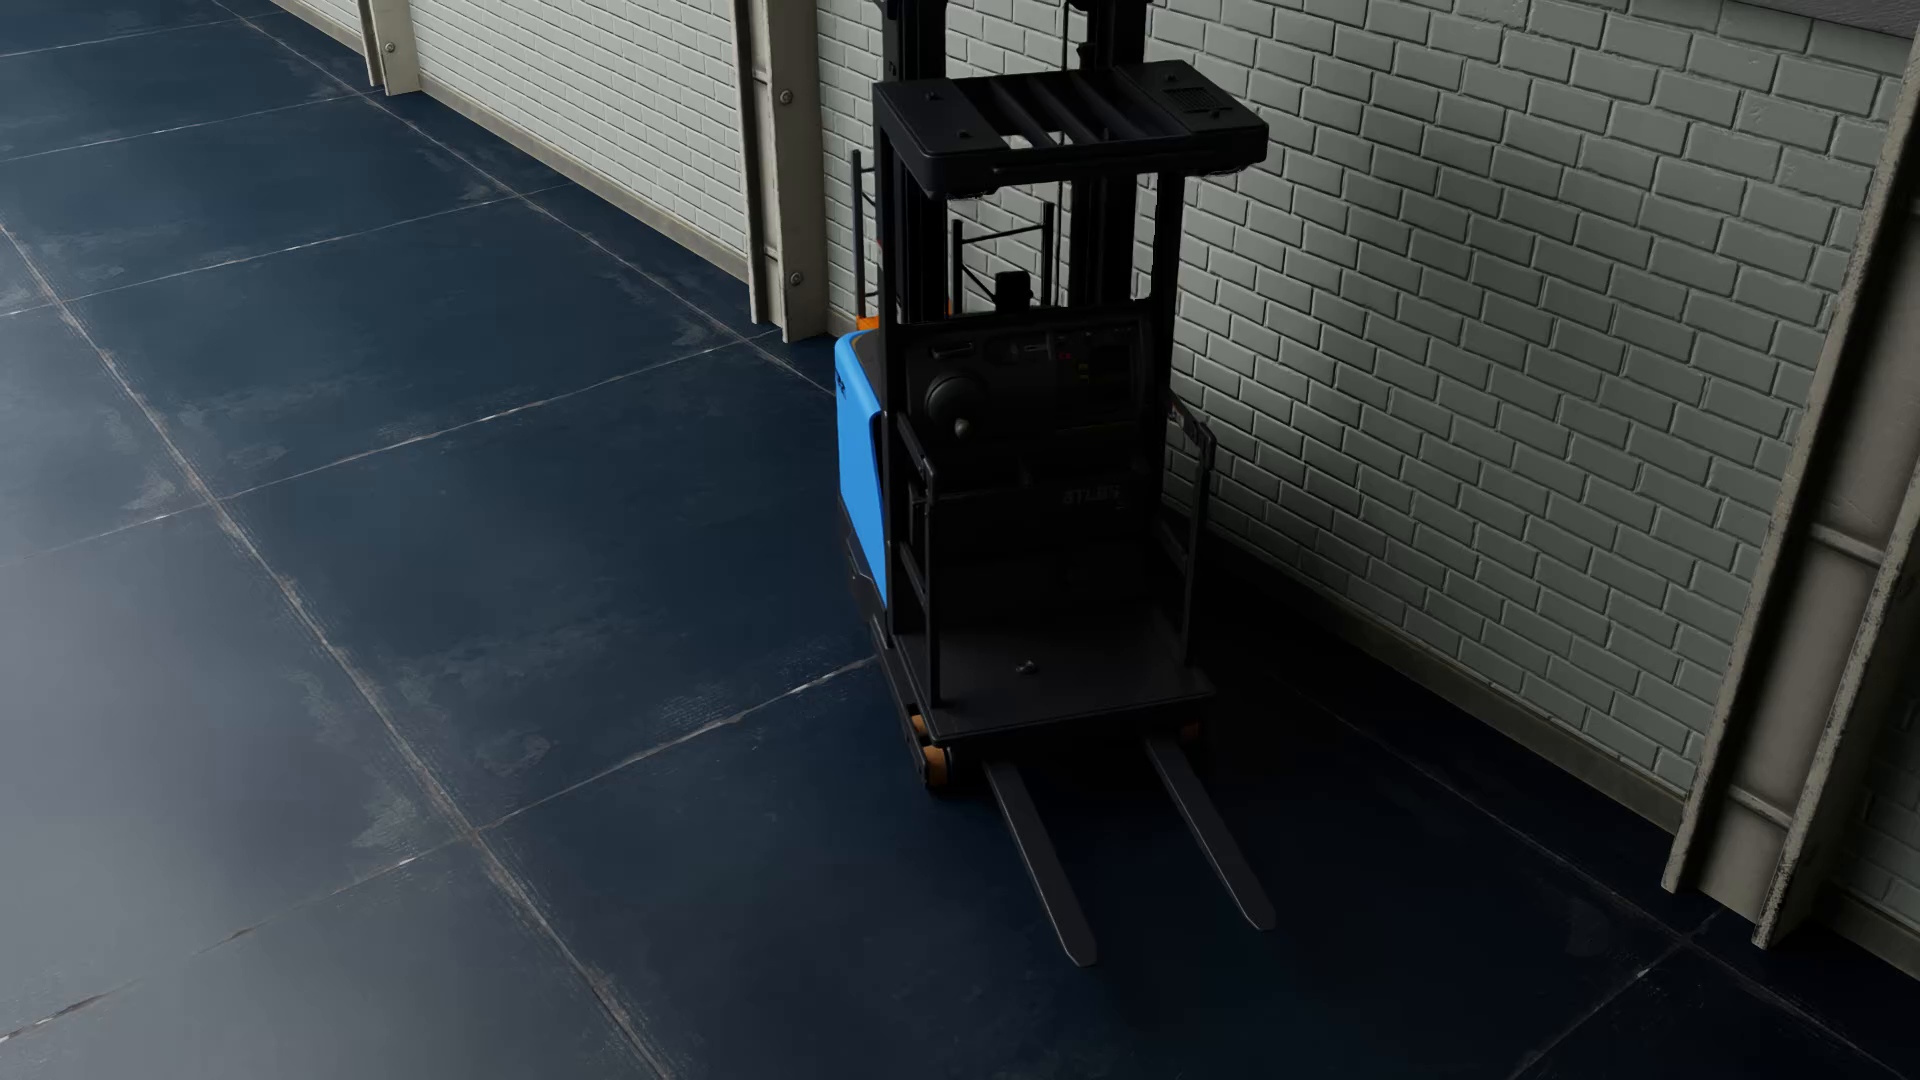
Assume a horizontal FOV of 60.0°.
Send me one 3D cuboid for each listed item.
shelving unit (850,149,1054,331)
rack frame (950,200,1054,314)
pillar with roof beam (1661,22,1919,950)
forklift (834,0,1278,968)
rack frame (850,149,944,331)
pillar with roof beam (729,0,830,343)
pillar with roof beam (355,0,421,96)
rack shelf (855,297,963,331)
[{"bbox_3d":[-0.059,-1.031,7.988,0.587,1.500,1.083,-16,35,-24],"label":"shelving unit"},{"bbox_3d":[0.184,-0.790,7.600,0.500,1.500,0.032,-16,35,-24],"label":"rack frame"},{"bbox_3d":[-0.713,-1.191,1.139,9.100,9.000,0.400,-22,38,-31],"label":"pillar with roof beam"},{"bbox_3d":[0.313,-0.540,5.842,1.130,2.935,3.031,-8,33,-12],"label":"forklift"},{"bbox_3d":[-0.294,-1.263,8.362,0.500,1.500,0.032,-16,35,-24],"label":"rack frame"},{"bbox_3d":[-4.393,-3.692,5.165,9.100,9.000,0.400,-22,38,-31],"label":"pillar with roof beam"},{"bbox_3d":[-8.072,-6.192,9.191,9.100,9.000,0.400,-22,38,-31],"label":"pillar with roof beam"},{"bbox_3d":[-0.055,-0.874,8.076,0.538,0.185,1.000,-16,35,-24],"label":"rack shelf"}]
